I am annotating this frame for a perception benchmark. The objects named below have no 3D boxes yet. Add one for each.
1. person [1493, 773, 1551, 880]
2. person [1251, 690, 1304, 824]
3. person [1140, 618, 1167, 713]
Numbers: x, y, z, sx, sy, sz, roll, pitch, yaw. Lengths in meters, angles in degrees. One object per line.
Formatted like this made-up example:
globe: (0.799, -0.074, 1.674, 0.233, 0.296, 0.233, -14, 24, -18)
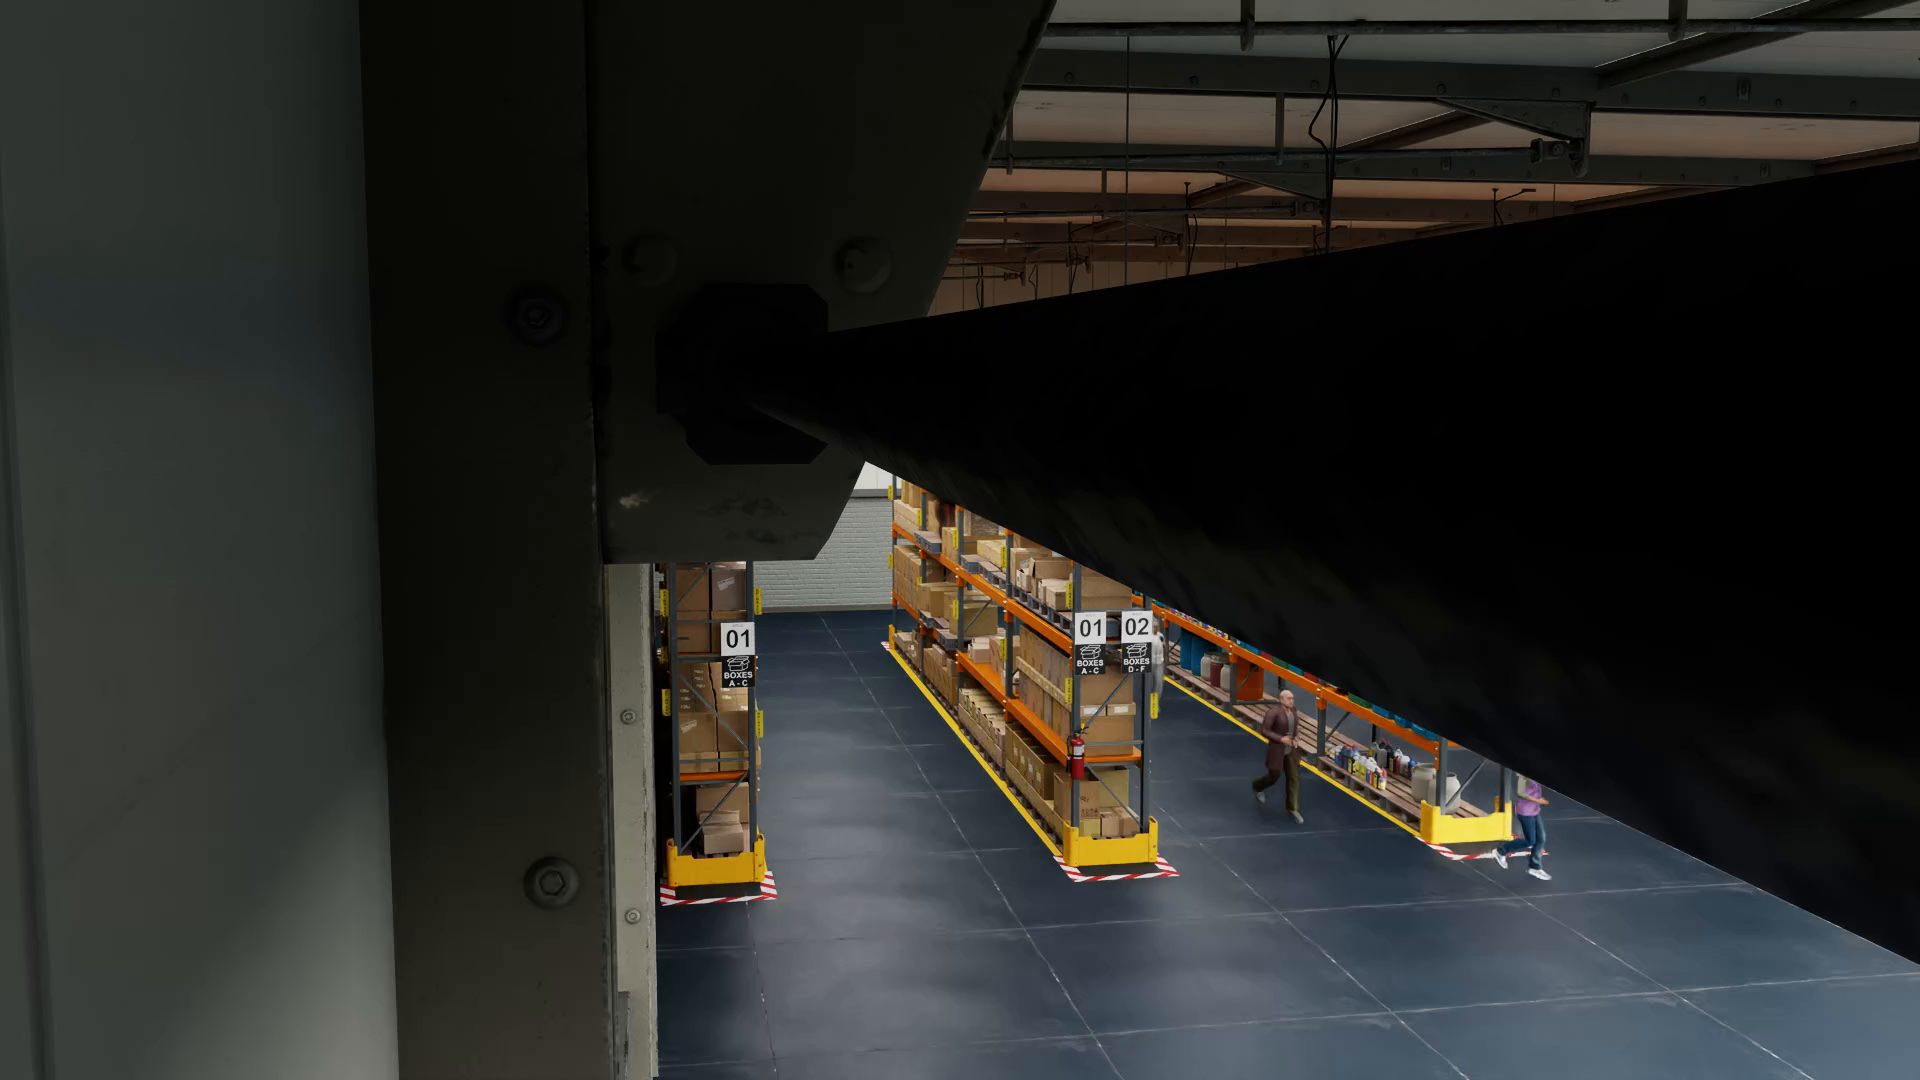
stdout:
person: (6.915, 3.354, 20.394, 0.695, 1.599, 0.544, 3, 7, 29)
person: (4.451, 2.996, 23.147, 0.733, 1.689, 1.104, -4, 7, -30)
person: (3.512, 2.247, 30.239, 0.578, 1.691, 0.791, -1, 6, -12)
